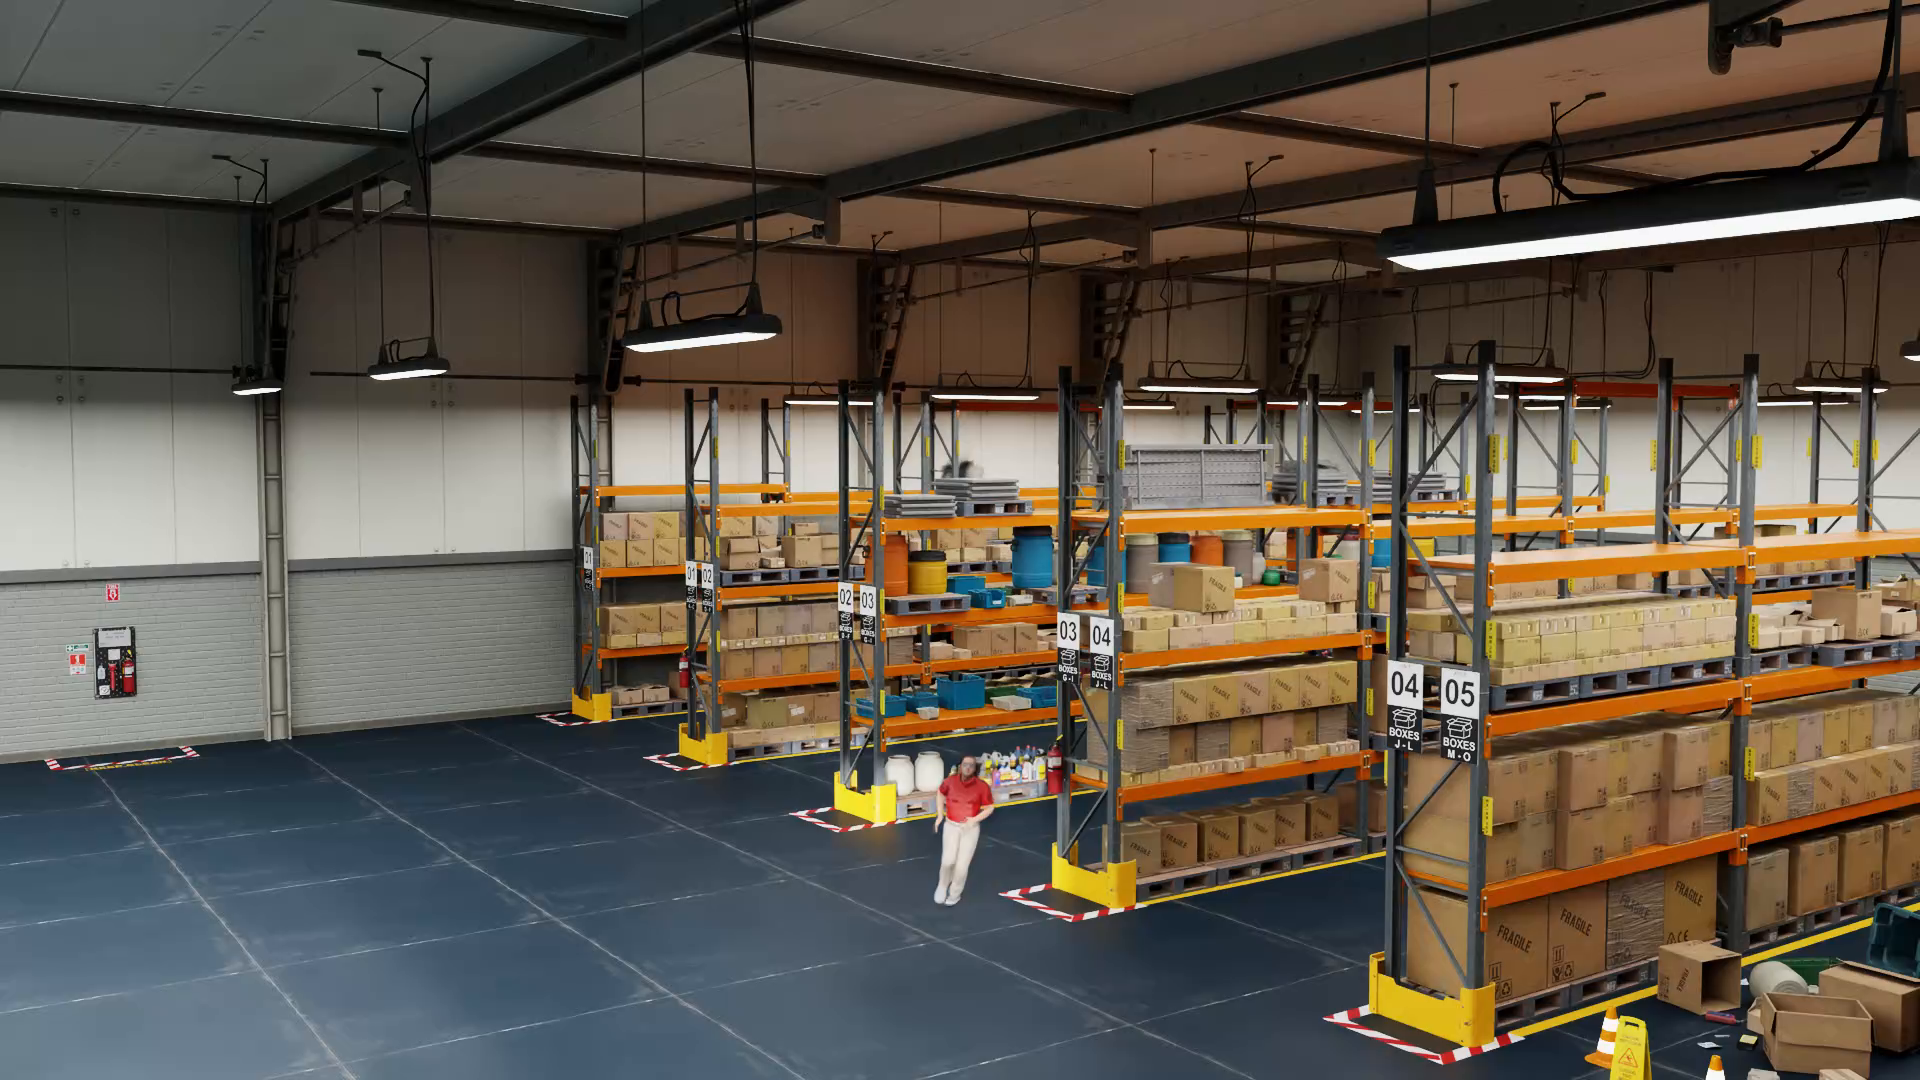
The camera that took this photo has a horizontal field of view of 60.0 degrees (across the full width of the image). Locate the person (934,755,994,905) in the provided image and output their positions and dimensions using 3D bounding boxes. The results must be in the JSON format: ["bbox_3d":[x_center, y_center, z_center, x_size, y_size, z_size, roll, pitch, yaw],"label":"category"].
[{"bbox_3d":[0.038,3.217,18.334,0.663,1.676,0.604,0,3,6],"label":"person"}]
